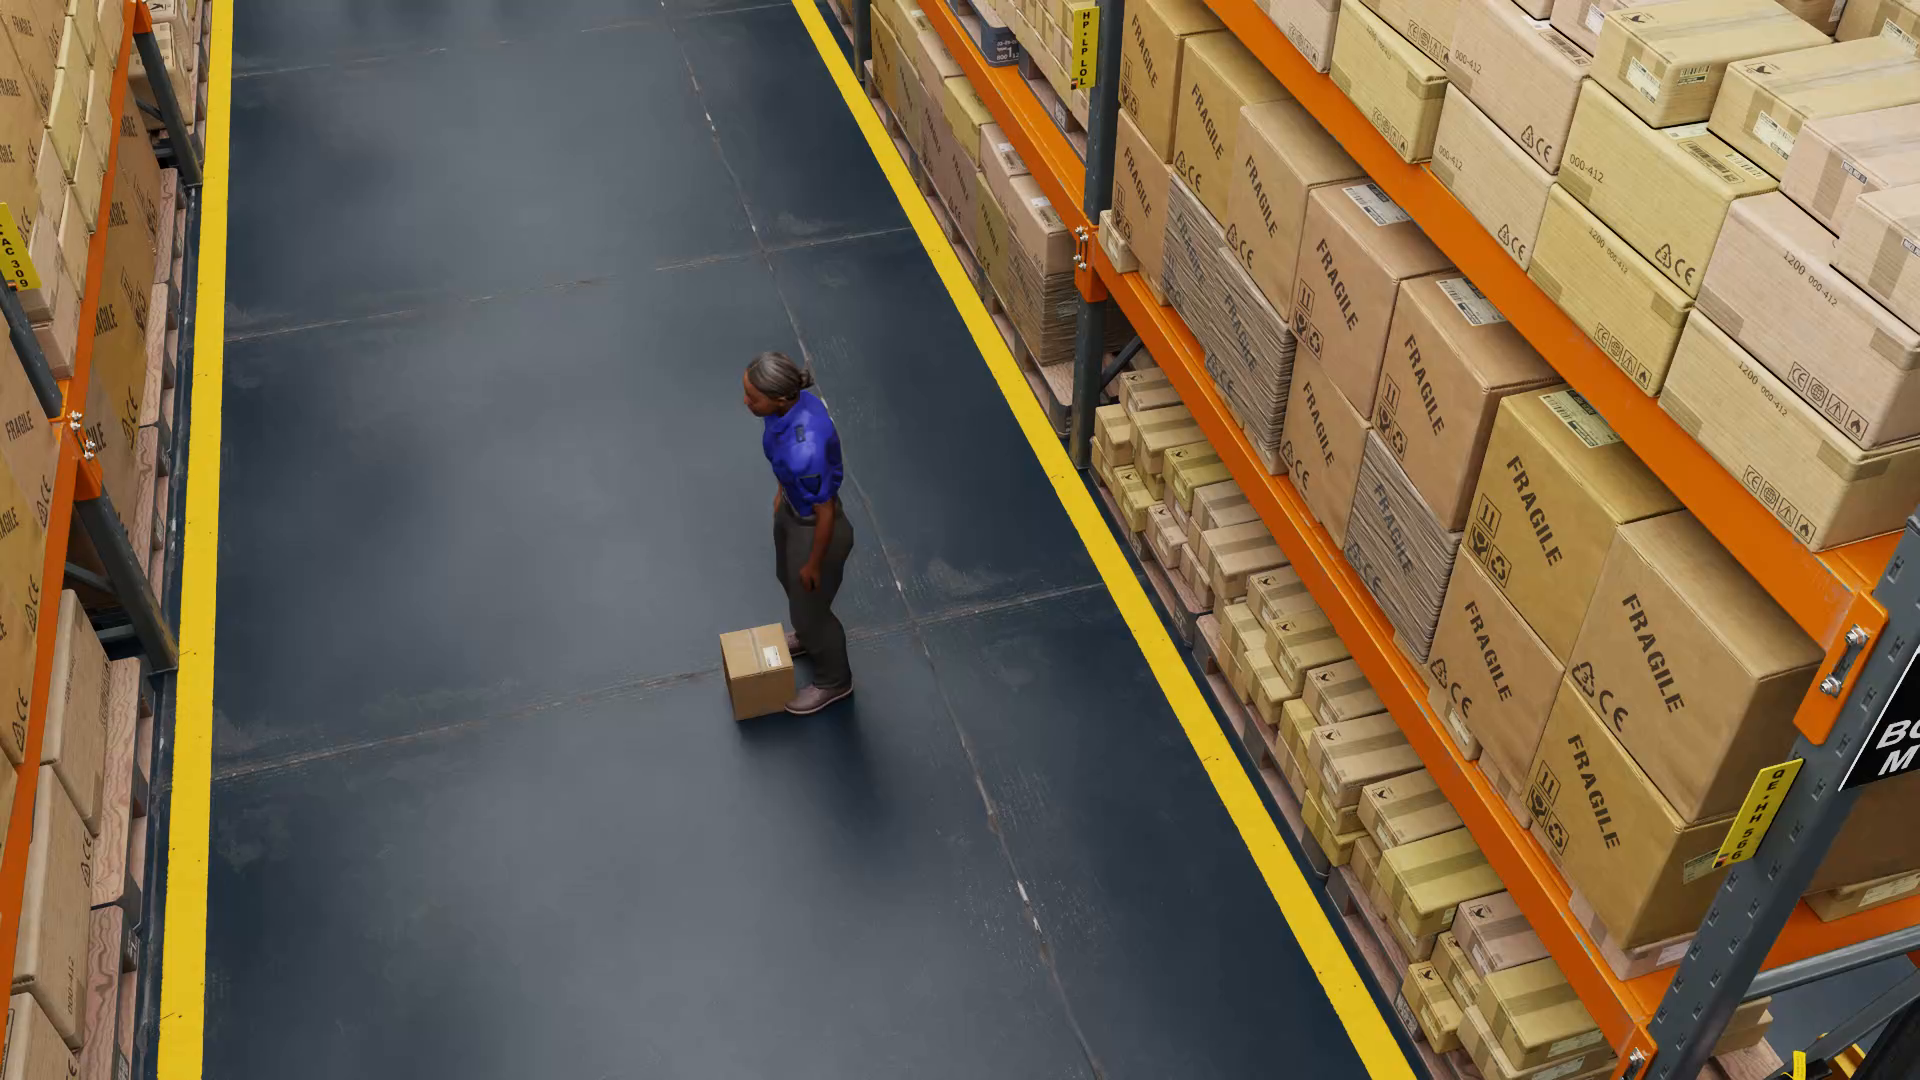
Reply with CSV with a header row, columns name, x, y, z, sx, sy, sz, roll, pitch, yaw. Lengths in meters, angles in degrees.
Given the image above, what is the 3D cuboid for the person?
name,x,y,z,sx,sy,sz,roll,pitch,yaw
person,-0.590,-0.050,6.219,0.352,1.654,0.507,-12,44,-13
